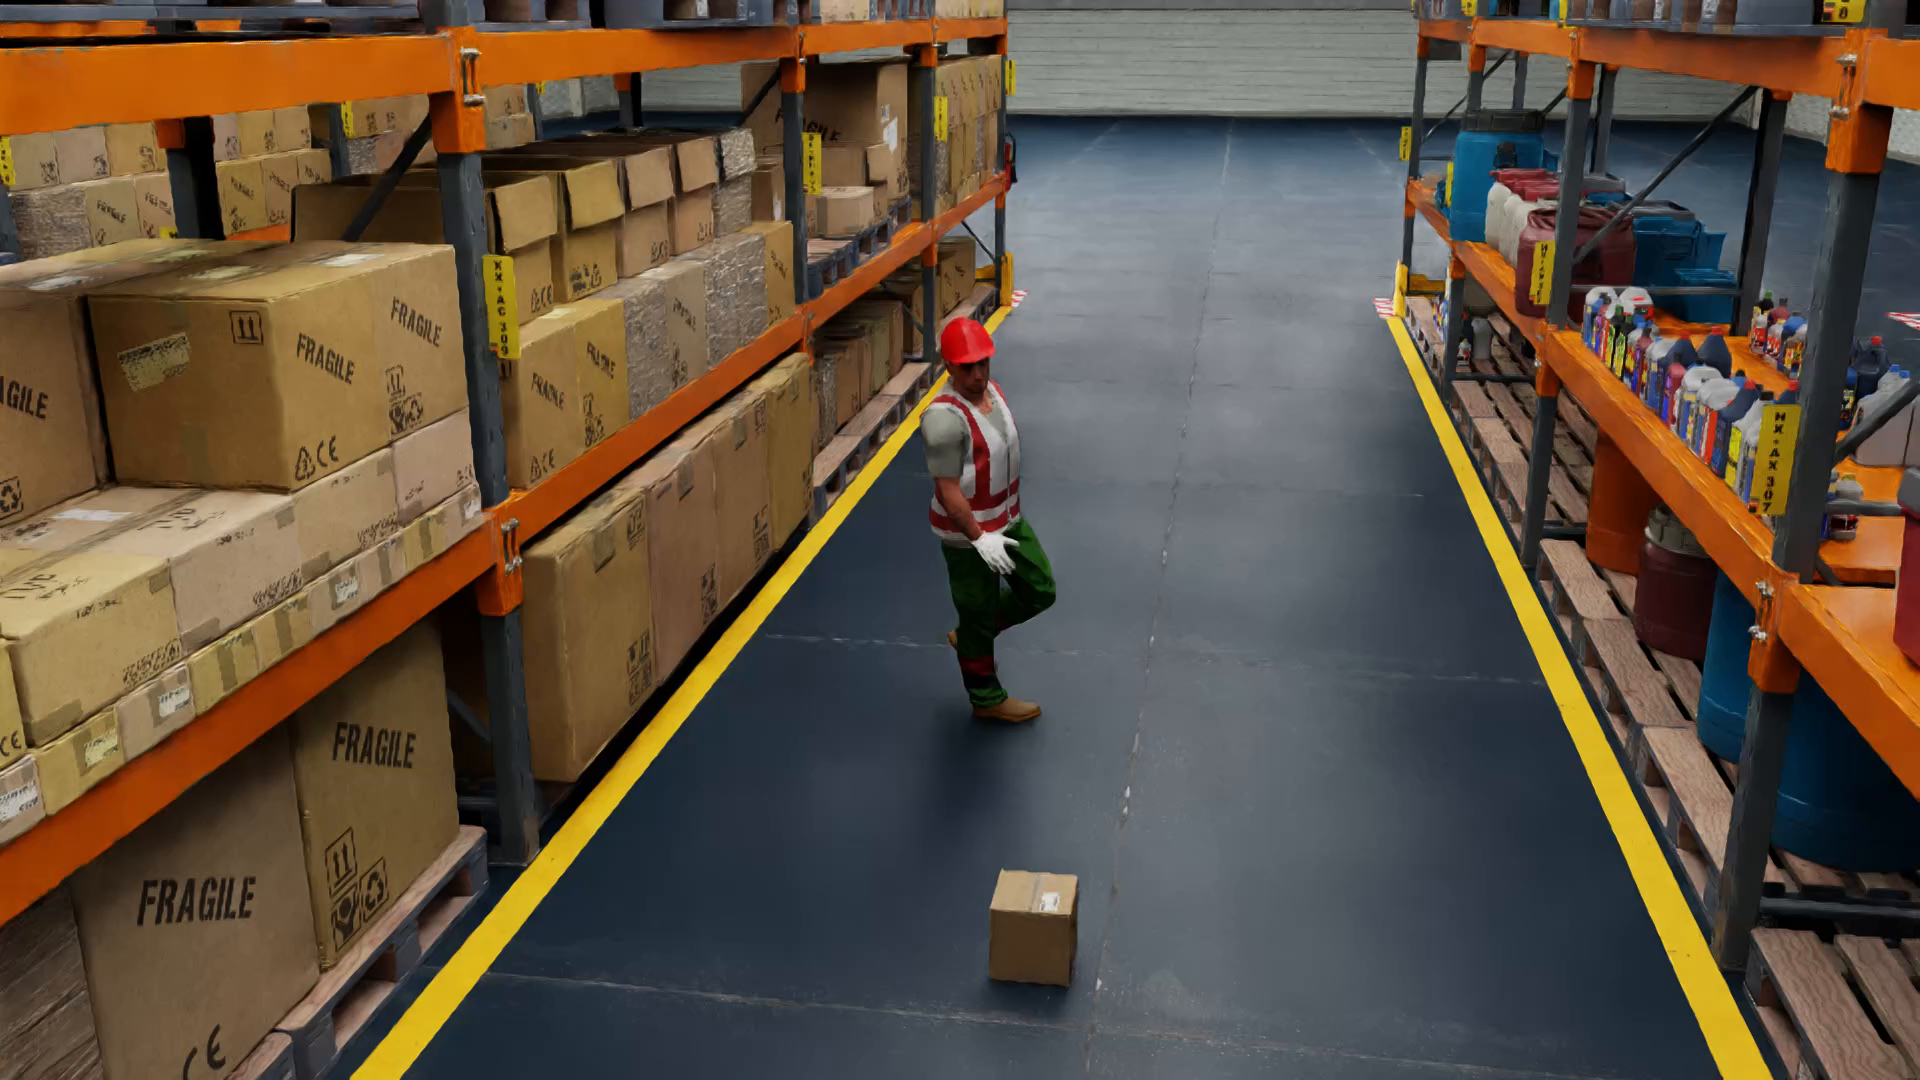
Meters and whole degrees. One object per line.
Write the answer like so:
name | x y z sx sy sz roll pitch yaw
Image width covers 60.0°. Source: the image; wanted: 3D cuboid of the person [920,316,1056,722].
person | 0.085 -0.053 6.697 0.519 1.757 0.729 9 20 26
